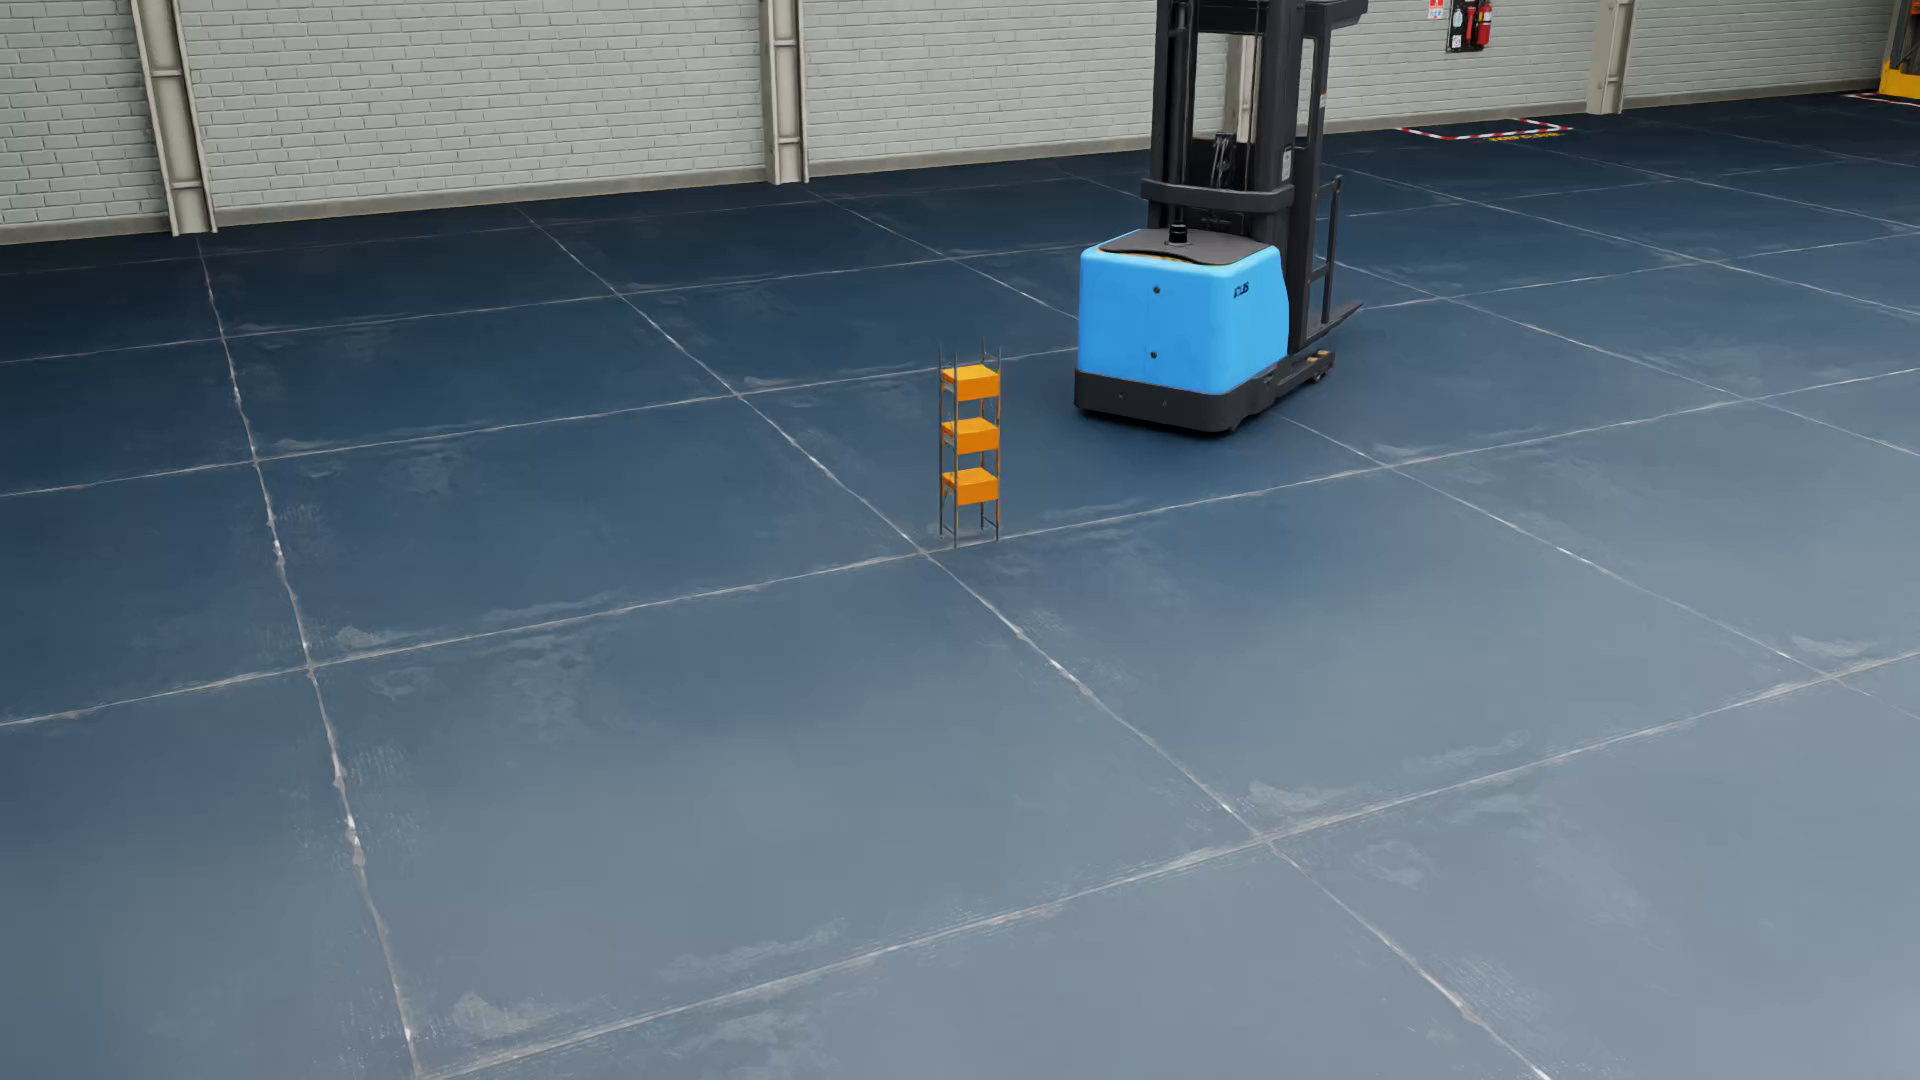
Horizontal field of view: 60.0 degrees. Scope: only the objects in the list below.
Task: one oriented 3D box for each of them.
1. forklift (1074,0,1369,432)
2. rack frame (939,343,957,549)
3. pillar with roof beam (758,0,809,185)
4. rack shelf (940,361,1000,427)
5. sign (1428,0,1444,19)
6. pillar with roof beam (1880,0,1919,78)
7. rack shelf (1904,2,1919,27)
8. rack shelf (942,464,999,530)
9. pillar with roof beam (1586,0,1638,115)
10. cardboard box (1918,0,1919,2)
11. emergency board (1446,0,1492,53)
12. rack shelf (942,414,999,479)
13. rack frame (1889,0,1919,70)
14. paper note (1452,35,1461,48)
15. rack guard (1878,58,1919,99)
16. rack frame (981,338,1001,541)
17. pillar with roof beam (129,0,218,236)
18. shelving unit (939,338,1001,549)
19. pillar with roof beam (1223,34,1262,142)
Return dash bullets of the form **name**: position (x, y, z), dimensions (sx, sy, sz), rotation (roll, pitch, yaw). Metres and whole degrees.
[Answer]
- **forklift**: position (1.945, -2.527, 11.022), dimensions (1.130, 2.935, 3.031), rotation (14, 26, 30)
- **rack frame**: position (-0.062, -0.474, 8.522), dimensions (0.008, 1.050, 0.200), rotation (-10, 25, -24)
- **pillar with roof beam**: position (-0.028, -6.614, 12.963), dimensions (0.400, 9.000, 9.100), rotation (-10, 25, -24)
- **rack shelf**: position (0.048, -0.746, 8.466), dimensions (0.240, 0.259, 0.215), rotation (-10, 25, -24)
- **sign**: position (6.132, -6.880, 21.402), dimensions (0.234, 0.329, 0.001), rotation (-10, 25, -24)
- **pillar with roof beam**: position (16.191, -9.600, 20.176), dimensions (0.400, 9.000, 9.100), rotation (-10, 25, -24)
- **rack shelf**: position (15.871, -7.897, 24.846), dimensions (4.000, 0.370, 1.077), rotation (-10, 25, -24)
- **rack shelf**: position (0.048, -0.227, 8.681), dimensions (0.240, 0.259, 0.215), rotation (-10, 25, -24)
- **pillar with roof beam**: position (10.785, -8.605, 17.772), dimensions (0.400, 9.000, 9.100), rotation (-10, 25, -24)
- **cardboard box**: position (14.406, -7.982, 24.281), dimensions (0.500, 0.250, 0.500), rotation (-10, 25, -23)
- **emergency board**: position (6.675, -6.920, 21.545), dimensions (0.643, 1.169, 0.194), rotation (-10, 25, -24)
- **rack shelf**: position (0.048, -0.484, 8.575), dimensions (0.240, 0.259, 0.215), rotation (-10, 25, -24)
- **rack frame**: position (14.069, -7.898, 23.907), dimensions (0.127, 3.000, 1.000), rotation (-10, 25, -24)
- **paper note**: position (6.485, -6.507, 21.700), dimensions (0.142, 0.148, 0.016), rotation (-10, 25, -24)
- **rack guard**: position (14.137, -6.755, 24.416), dimensions (0.348, 0.500, 1.175), rotation (-10, 25, -24)
- **rack frame**: position (0.158, -0.514, 8.620), dimensions (0.008, 1.050, 0.200), rotation (-10, 25, -24)
- **pillar with roof beam**: position (-5.434, -5.619, 10.559), dimensions (0.400, 9.000, 9.100), rotation (-10, 25, -24)
- **shelving unit**: position (0.048, -0.494, 8.571), dimensions (0.252, 1.050, 0.215), rotation (-10, 25, -24)
- **pillar with roof beam**: position (5.379, -7.610, 15.368), dimensions (0.400, 9.000, 9.100), rotation (-10, 25, -24)
